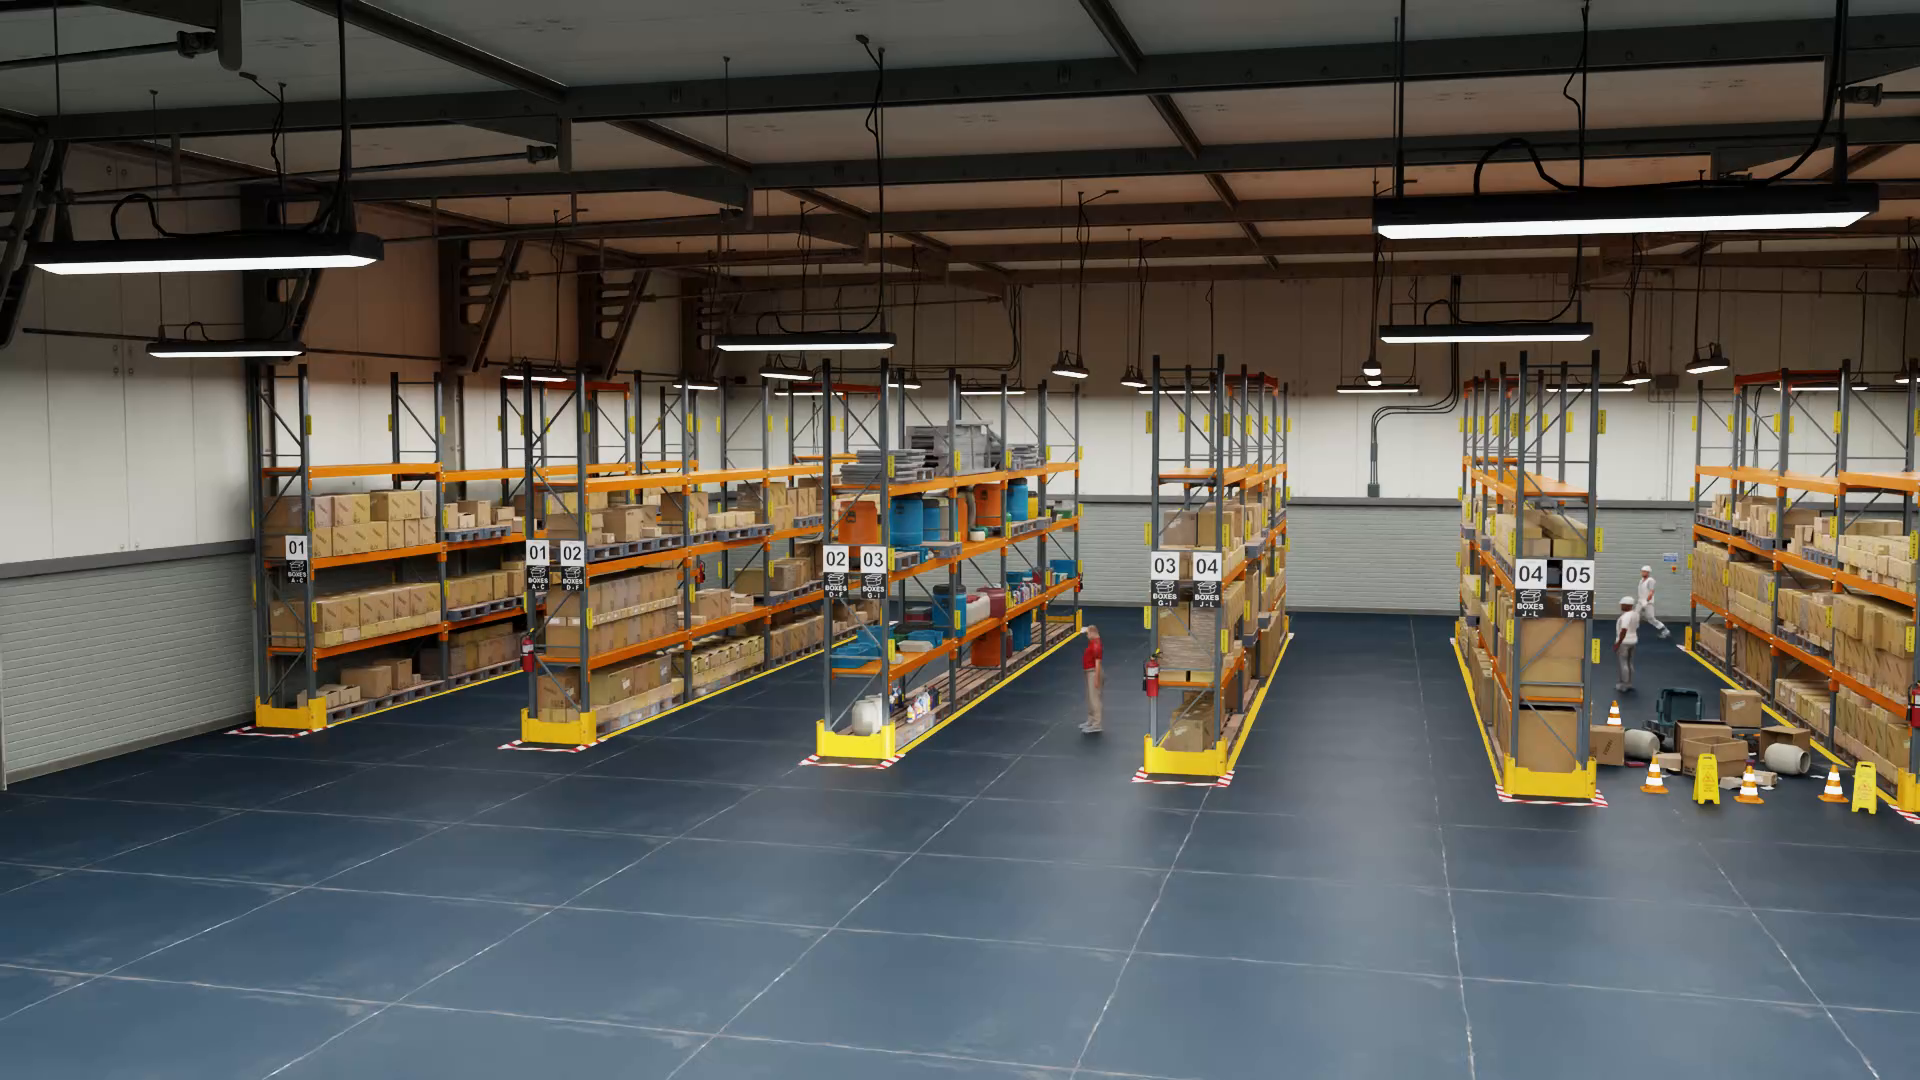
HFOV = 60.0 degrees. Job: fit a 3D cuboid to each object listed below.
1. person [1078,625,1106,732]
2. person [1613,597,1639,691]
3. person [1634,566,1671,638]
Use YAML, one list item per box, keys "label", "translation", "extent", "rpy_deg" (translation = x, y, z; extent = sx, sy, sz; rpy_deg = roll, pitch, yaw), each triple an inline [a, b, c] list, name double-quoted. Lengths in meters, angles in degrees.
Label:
- label: "person"
  translation: [2.169, 2.256, 27.292]
  extent: [0.434, 1.726, 0.591]
  rpy_deg: [0, 4, 1]
- label: "person"
  translation: [12.572, 1.952, 31.489]
  extent: [0.615, 1.771, 0.490]
  rpy_deg: [-3, 5, -35]
- label: "person"
  translation: [15.960, 1.467, 38.628]
  extent: [1.029, 1.750, 0.583]
  rpy_deg: [0, 4, 5]
